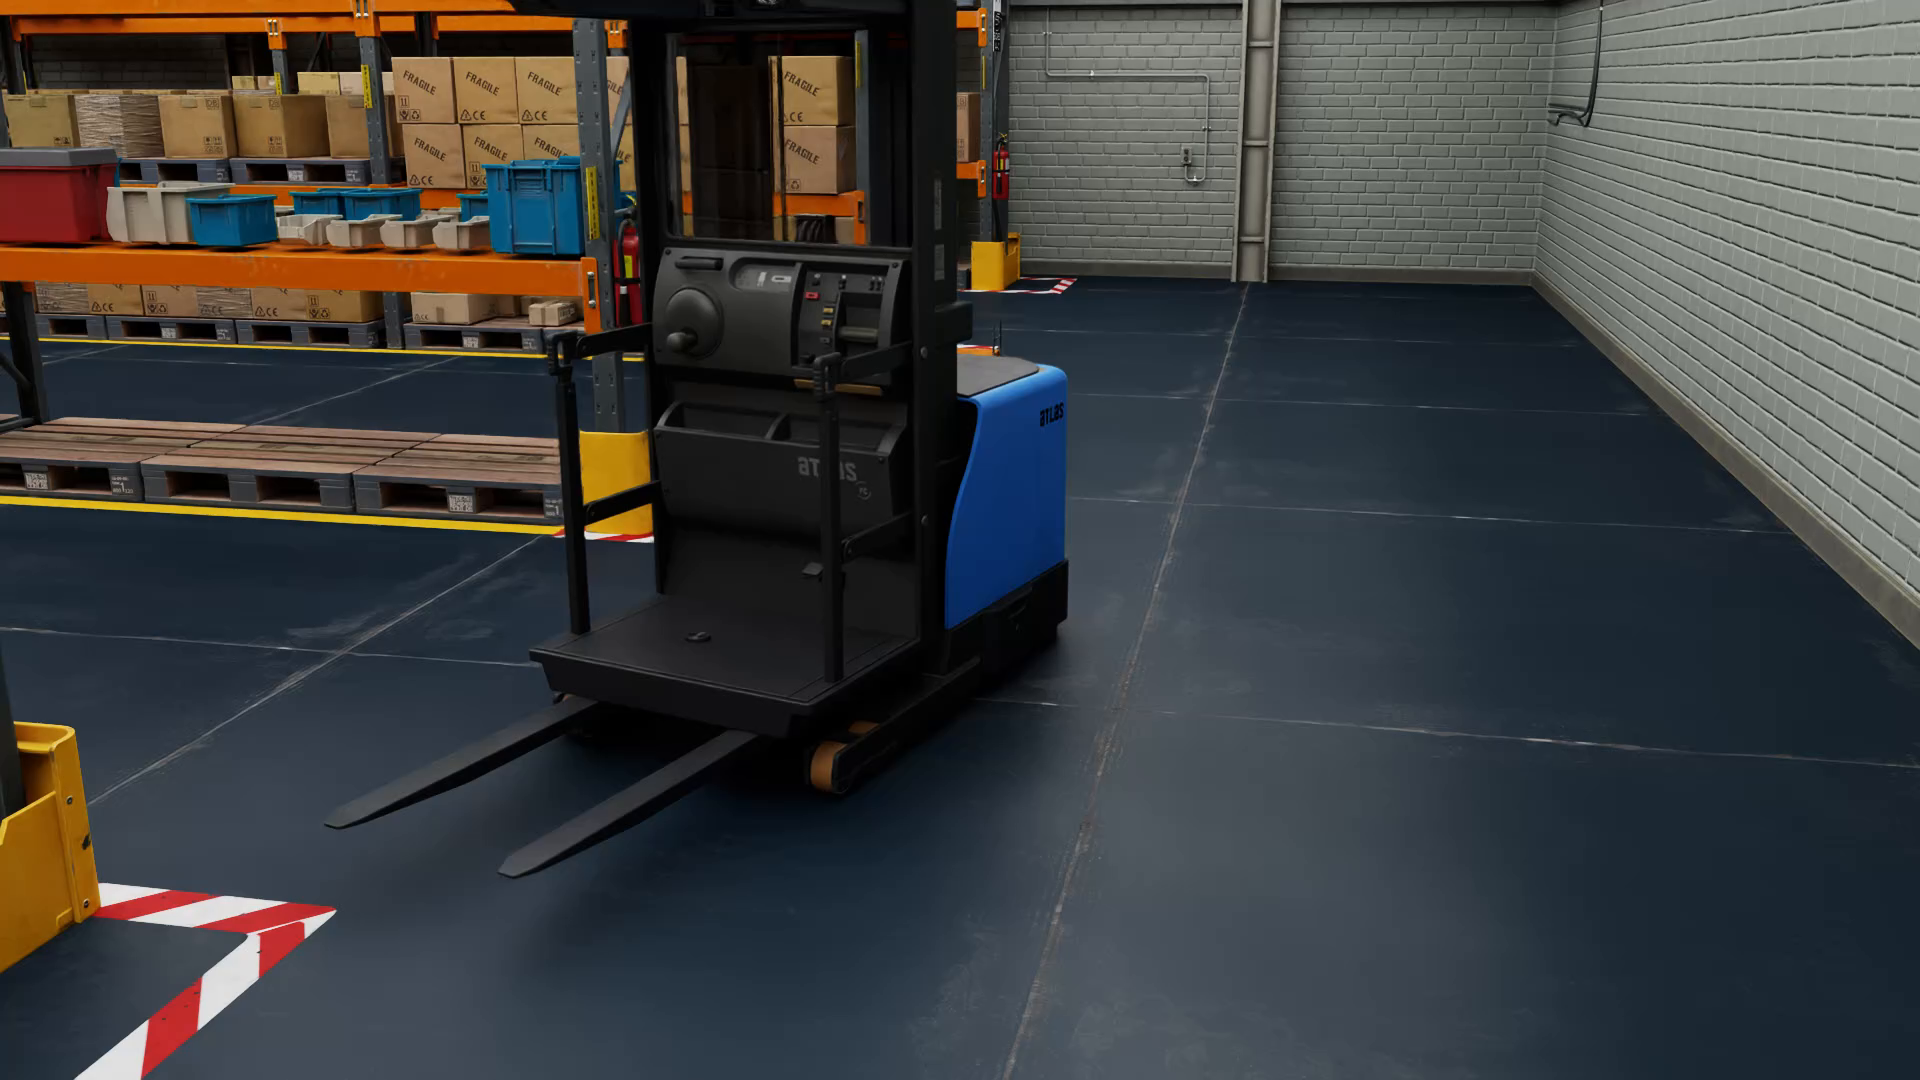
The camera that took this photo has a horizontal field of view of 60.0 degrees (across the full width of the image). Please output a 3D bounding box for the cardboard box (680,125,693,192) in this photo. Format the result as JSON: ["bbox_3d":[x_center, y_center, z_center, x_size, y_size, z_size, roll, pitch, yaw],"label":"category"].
[{"bbox_3d":[-2.104,-2.977,12.932,0.500,0.500,0.500,3,16,12],"label":"cardboard box"}]

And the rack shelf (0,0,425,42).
[{"bbox_3d":[-6.494,-4.339,13.767,4.000,0.370,1.077,3,16,11],"label":"rack shelf"}]

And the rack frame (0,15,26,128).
[{"bbox_3d":[-8.454,-3.347,14.456,0.127,3.000,1.000,3,16,11],"label":"rack frame"}]

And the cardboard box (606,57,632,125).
[{"bbox_3d":[-2.613,-3.483,12.888,0.500,0.500,0.500,4,16,13],"label":"cardboard box"}]

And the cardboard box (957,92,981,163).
[{"bbox_3d":[-0.133,-4.386,17.647,0.700,0.700,0.980,4,16,14],"label":"cardboard box"}]

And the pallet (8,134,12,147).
[{"bbox_3d":[-10.670,-4.685,19.644,1.213,0.211,1.003,3,16,11],"label":"pallet"}]

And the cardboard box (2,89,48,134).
[{"bbox_3d":[-10.898,-5.080,19.701,0.500,0.500,0.700,3,16,11],"label":"cardboard box"}]

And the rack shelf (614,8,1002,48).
[{"bbox_3d":[-1.591,-5.423,17.678,4.000,0.370,1.077,3,16,11],"label":"rack shelf"}]

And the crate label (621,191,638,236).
[{"bbox_3d":[-1.781,-1.673,8.615,0.303,0.233,0.416,3,16,11],"label":"crate label"}]

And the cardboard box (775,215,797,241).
[{"bbox_3d":[-1.844,-3.306,18.203,0.500,0.500,0.700,3,16,12],"label":"cardboard box"}]

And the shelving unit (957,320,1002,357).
[{"bbox_3d":[0.052,-0.503,7.842,0.252,1.050,0.215,3,16,11],"label":"shelving unit"}]

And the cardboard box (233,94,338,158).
[{"bbox_3d":[-5.640,-3.488,13.992,0.500,0.500,0.700,6,16,20],"label":"cardboard box"}]

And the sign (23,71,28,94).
[{"bbox_3d":[-8.355,-4.009,14.826,0.005,0.325,0.100,3,16,11],"label":"sign"}]

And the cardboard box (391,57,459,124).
[{"bbox_3d":[-4.128,-3.565,13.184,0.500,0.500,0.500,4,16,13],"label":"cardboard box"}]

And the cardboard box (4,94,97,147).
[{"bbox_3d":[-7.814,-3.593,14.372,0.500,0.500,0.700,-2,16,-8],"label":"cardboard box"}]

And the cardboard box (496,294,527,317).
[{"bbox_3d":[-3.919,-2.185,14.121,0.500,0.500,0.500,3,16,11],"label":"cardboard box"}]

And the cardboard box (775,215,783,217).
[{"bbox_3d":[-2.028,-3.580,17.979,0.250,0.149,0.380,3,16,9],"label":"cardboard box"}]

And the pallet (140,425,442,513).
[{"bbox_3d":[-3.597,-0.401,9.046,1.213,0.211,1.003,3,16,11],"label":"pallet"}]

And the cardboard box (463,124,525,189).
[{"bbox_3d":[-3.587,-3.058,13.224,0.500,0.500,0.500,3,16,12],"label":"cardboard box"}]

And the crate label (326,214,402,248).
[{"bbox_3d":[-2.999,-1.551,8.355,0.243,0.136,0.396,3,16,11],"label":"crate label"}]

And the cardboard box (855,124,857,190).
[{"bbox_3d":[-0.997,-3.062,13.240,0.500,0.500,0.500,3,16,12],"label":"cardboard box"}]

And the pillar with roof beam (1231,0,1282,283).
[{"bbox_3d":[2.329,-6.065,13.030,0.400,9.000,9.100,3,16,11],"label":"pillar with roof beam"}]

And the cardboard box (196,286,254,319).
[{"bbox_3d":[-6.049,-2.148,13.986,0.500,0.500,0.500,3,16,12],"label":"cardboard box"}]

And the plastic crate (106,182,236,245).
[{"bbox_3d":[-4.065,-1.681,8.551,0.530,0.282,0.437,3,16,11],"label":"plastic crate"}]

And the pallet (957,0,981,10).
[{"bbox_3d":[-0.360,-5.657,17.342,1.213,0.211,1.003,3,16,11],"label":"pallet"}]

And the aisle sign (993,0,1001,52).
[{"bbox_3d":[0.380,-5.388,16.954,0.004,0.787,0.394,3,16,11],"label":"aisle sign"}]

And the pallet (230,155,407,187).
[{"bbox_3d":[-5.295,-3.113,13.970,1.213,0.211,1.003,3,16,11],"label":"pallet"}]

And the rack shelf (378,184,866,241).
[{"bbox_3d":[-2.574,-2.681,13.399,4.000,0.370,1.077,3,16,11],"label":"rack shelf"}]

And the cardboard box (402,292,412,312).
[{"bbox_3d":[-4.960,-2.231,14.285,0.500,0.500,0.500,2,16,9],"label":"cardboard box"}]

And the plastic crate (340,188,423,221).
[{"bbox_3d":[-3.072,-1.743,8.868,0.300,0.233,0.416,3,16,11],"label":"plastic crate"}]

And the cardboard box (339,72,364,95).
[{"bbox_3d":[-6.550,-5.086,18.545,0.500,0.250,0.500,3,16,10],"label":"cardboard box"}]

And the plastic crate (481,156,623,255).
[{"bbox_3d":[-1.970,-1.641,8.117,0.499,0.435,0.616,3,16,11],"label":"plastic crate"}]

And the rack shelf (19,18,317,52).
[{"bbox_3d":[-9.430,-5.848,19.214,4.000,0.370,1.077,3,16,11],"label":"rack shelf"}]

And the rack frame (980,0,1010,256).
[{"bbox_3d":[0.369,-4.217,17.598,0.127,3.000,1.000,3,16,11],"label":"rack frame"}]

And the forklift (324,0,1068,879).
[{"bbox_3d":[-0.701,-0.759,5.243,1.130,2.935,3.031,8,17,26],"label":"forklift"}]

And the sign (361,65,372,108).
[{"bbox_3d":[-4.641,-3.547,13.008,0.005,0.325,0.100,3,16,11],"label":"sign"}]

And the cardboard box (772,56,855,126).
[{"bbox_3d":[-1.105,-3.403,12.598,0.500,0.500,0.500,3,16,11],"label":"cardboard box"}]

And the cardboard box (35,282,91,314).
[{"bbox_3d":[-7.551,-2.229,14.278,0.500,0.500,0.500,3,16,9],"label":"cardboard box"}]

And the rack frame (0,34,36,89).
[{"bbox_3d":[-11.390,-4.856,19.903,0.127,3.000,1.000,3,16,11],"label":"rack frame"}]

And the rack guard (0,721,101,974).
[{"bbox_3d":[-2.569,0.876,3.894,0.348,0.500,1.175,3,16,11],"label":"rack guard"}]

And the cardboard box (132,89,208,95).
[{"bbox_3d":[-9.158,-4.986,19.361,0.500,0.500,0.700,3,16,11],"label":"cardboard box"}]

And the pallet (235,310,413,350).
[{"bbox_3d":[-5.339,-1.824,14.180,1.213,0.211,1.003,3,16,11],"label":"pallet"}]
